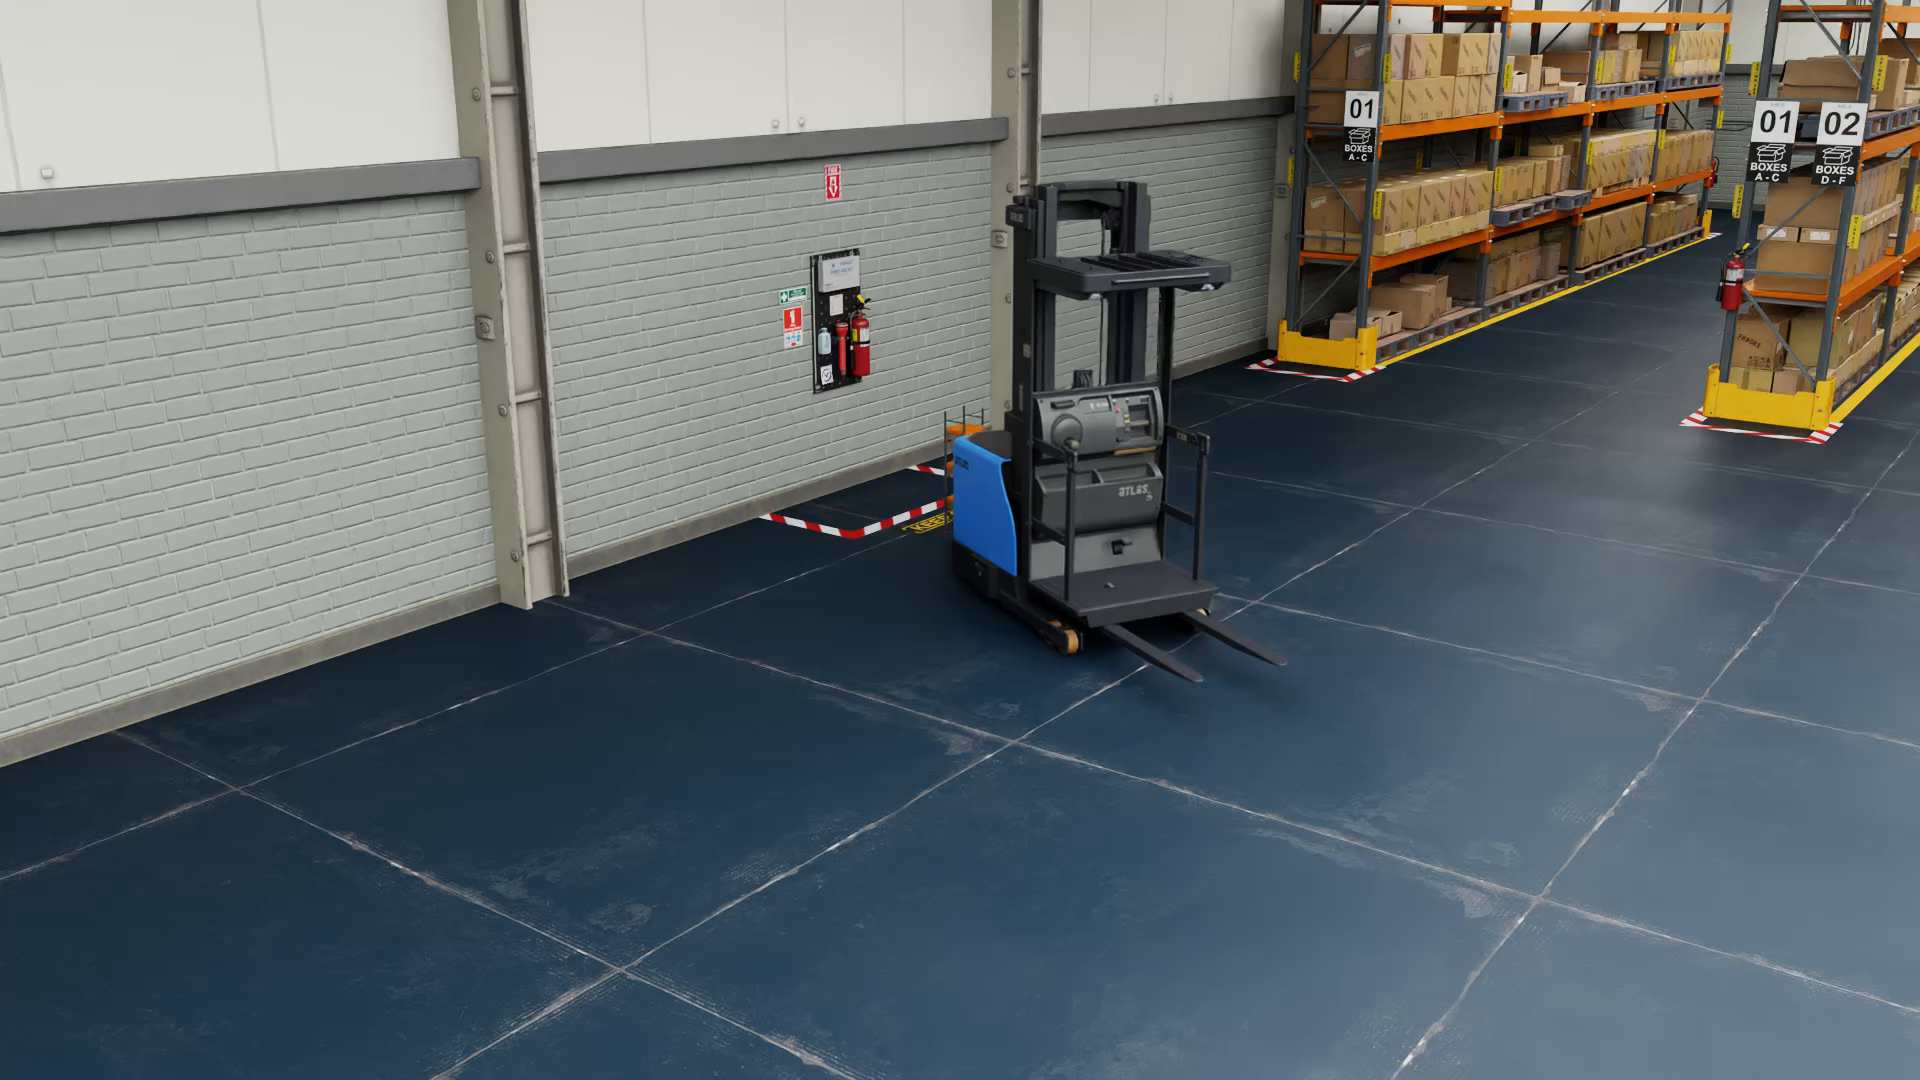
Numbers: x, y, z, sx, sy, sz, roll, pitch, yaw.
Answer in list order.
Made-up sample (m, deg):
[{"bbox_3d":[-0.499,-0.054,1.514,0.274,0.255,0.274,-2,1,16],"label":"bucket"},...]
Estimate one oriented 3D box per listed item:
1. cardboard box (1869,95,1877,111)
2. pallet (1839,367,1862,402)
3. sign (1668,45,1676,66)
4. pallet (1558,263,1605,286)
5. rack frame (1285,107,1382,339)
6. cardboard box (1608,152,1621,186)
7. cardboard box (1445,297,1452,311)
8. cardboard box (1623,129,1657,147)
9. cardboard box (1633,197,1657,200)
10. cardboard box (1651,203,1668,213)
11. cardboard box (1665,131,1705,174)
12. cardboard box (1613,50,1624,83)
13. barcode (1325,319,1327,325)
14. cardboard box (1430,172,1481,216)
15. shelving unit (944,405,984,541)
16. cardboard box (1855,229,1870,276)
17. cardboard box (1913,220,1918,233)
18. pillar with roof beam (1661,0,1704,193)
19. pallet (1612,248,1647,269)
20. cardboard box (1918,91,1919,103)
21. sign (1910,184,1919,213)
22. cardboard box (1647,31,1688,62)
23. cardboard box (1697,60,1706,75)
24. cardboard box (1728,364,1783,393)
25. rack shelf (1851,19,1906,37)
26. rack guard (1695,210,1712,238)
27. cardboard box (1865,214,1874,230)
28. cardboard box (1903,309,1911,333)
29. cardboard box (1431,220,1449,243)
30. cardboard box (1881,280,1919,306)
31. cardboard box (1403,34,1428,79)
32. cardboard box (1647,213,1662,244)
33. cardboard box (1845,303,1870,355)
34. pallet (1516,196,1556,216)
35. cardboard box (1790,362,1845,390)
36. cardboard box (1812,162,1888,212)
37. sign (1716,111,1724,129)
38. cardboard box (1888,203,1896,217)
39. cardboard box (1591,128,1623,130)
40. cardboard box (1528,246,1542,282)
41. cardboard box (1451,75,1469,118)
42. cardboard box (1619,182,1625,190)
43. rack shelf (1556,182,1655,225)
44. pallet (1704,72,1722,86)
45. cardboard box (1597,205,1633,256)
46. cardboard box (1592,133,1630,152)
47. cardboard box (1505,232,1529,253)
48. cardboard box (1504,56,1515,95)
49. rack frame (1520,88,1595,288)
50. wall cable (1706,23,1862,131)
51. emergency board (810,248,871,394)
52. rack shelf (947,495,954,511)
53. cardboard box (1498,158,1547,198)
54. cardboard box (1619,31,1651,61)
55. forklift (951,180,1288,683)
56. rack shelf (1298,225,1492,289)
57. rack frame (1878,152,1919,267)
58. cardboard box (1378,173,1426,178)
[{"bbox_3d":[9.204,-4.511,17.133,0.380,0.149,0.250,12,21,35],"label":"cardboard box"},{"bbox_3d":[9.510,-1.829,18.778,1.003,0.211,1.213,12,21,35],"label":"pallet"},{"bbox_3d":[11.972,-8.151,27.972,0.100,0.325,0.005,12,21,35],"label":"sign"},{"bbox_3d":[9.677,-4.304,26.749,1.003,0.211,1.213,12,21,35],"label":"pallet"},{"bbox_3d":[4.380,-3.556,19.638,1.000,3.000,0.127,12,21,35],"label":"rack frame"},{"bbox_3d":[10.258,-5.973,26.715,0.500,0.500,0.500,12,21,34],"label":"cardboard box"},{"bbox_3d":[6.469,-3.233,22.633,0.380,0.166,0.250,9,20,28],"label":"cardboard box"},{"bbox_3d":[11.458,-6.815,28.165,0.500,0.250,0.500,13,22,36],"label":"cardboard box"},{"bbox_3d":[12.586,-6.202,30.570,0.380,0.149,0.250,12,21,34],"label":"cardboard box"},{"bbox_3d":[12.409,-5.940,29.728,0.380,0.149,0.250,13,22,37],"label":"cardboard box"},{"bbox_3d":[13.193,-7.212,30.904,0.980,0.700,0.700,12,21,34],"label":"cardboard box"},{"bbox_3d":[10.288,-7.663,26.893,0.700,0.500,0.500,12,21,35],"label":"cardboard box"},{"bbox_3d":[4.554,-2.711,20.691,0.001,0.075,0.075,12,21,35],"label":"barcode"},{"bbox_3d":[6.438,-4.518,21.689,0.500,0.500,0.500,12,21,34],"label":"cardboard box"},{"bbox_3d":[0.032,-0.514,13.129,0.215,1.050,0.252,12,21,35],"label":"shelving unit"},{"bbox_3d":[9.570,-3.208,18.347,0.700,0.500,0.500,13,22,36],"label":"cardboard box"},{"bbox_3d":[12.413,-4.154,21.985,0.380,0.149,0.250,14,22,39],"label":"cardboard box"},{"bbox_3d":[18.285,-10.267,31.133,9.100,9.000,0.400,12,21,35],"label":"pillar with roof beam"},{"bbox_3d":[11.131,-4.886,28.621,1.003,0.211,1.213,12,21,35],"label":"pallet"},{"bbox_3d":[11.444,-5.472,20.295,0.500,0.250,0.500,10,20,29],"label":"cardboard box"},{"bbox_3d":[11.191,-3.988,19.435,0.100,0.325,0.005,12,21,35],"label":"sign"},{"bbox_3d":[12.180,-8.502,28.618,0.500,0.500,0.500,12,21,34],"label":"cardboard box"},{"bbox_3d":[13.075,-8.506,29.895,0.500,0.250,0.500,12,21,33],"label":"cardboard box"},{"bbox_3d":[8.443,-1.749,17.747,0.500,0.250,0.500,12,21,35],"label":"cardboard box"},{"bbox_3d":[11.936,-6.441,20.700,1.077,0.370,4.000,12,21,35],"label":"rack shelf"},{"bbox_3d":[13.928,-6.179,32.299,1.175,0.500,0.348,12,21,35],"label":"rack guard"},{"bbox_3d":[9.684,-3.461,18.068,0.380,0.149,0.250,13,21,35],"label":"cardboard box"},{"bbox_3d":[11.796,-2.820,21.194,0.500,0.250,0.500,12,21,33],"label":"cardboard box"},{"bbox_3d":[5.835,-3.921,21.031,0.500,0.250,0.500,13,21,35],"label":"cardboard box"},{"bbox_3d":[12.106,-3.211,21.507,0.500,0.311,0.500,13,22,36],"label":"cardboard box"},{"bbox_3d":[5.144,-5.683,19.540,0.500,0.500,0.500,12,21,34],"label":"cardboard box"},{"bbox_3d":[12.058,-5.581,29.665,0.700,0.500,0.500,13,21,35],"label":"cardboard box"},{"bbox_3d":[9.755,-2.373,18.490,0.500,0.500,0.500,12,21,35],"label":"cardboard box"},{"bbox_3d":[8.000,-4.891,24.261,1.003,0.211,1.213,12,21,35],"label":"pallet"},{"bbox_3d":[9.154,-1.777,17.838,0.500,0.250,0.500,12,21,35],"label":"cardboard box"},{"bbox_3d":[9.886,-3.955,18.567,0.700,0.500,0.500,12,21,35],"label":"cardboard box"},{"bbox_3d":[14.341,-7.934,31.383,0.100,0.325,0.005,12,21,35],"label":"sign"},{"bbox_3d":[10.605,-3.831,19.260,0.380,0.149,0.250,12,21,34],"label":"cardboard box"},{"bbox_3d":[11.047,-6.908,28.464,0.500,0.250,0.500,13,22,36],"label":"cardboard box"},{"bbox_3d":[8.360,-4.195,25.168,0.700,0.500,0.500,12,21,35],"label":"cardboard box"},{"bbox_3d":[6.050,-5.578,20.888,0.500,0.500,0.500,11,21,33],"label":"cardboard box"},{"bbox_3d":[10.764,-5.879,27.506,0.380,0.149,0.250,12,21,33],"label":"cardboard box"},{"bbox_3d":[10.339,-5.595,27.414,1.077,0.370,4.000,12,21,35],"label":"rack shelf"},{"bbox_3d":[13.480,-8.579,30.903,1.003,0.211,1.213,12,21,35],"label":"pallet"},{"bbox_3d":[10.720,-5.198,27.842,0.750,0.750,0.750,13,22,36],"label":"cardboard box"},{"bbox_3d":[10.538,-6.452,26.996,0.500,0.250,0.500,12,21,34],"label":"cardboard box"},{"bbox_3d":[8.068,-4.407,24.587,0.500,0.250,0.500,12,21,34],"label":"cardboard box"},{"bbox_3d":[7.154,-6.306,22.558,0.500,0.500,0.500,16,24,42],"label":"cardboard box"},{"bbox_3d":[9.147,-5.462,25.774,1.000,3.000,0.127,12,21,35],"label":"rack frame"},{"bbox_3d":[17.571,-10.033,35.615,3.097,2.526,0.112,12,21,35],"label":"wall cable"},{"bbox_3d":[-0.975,-1.865,14.192,0.194,1.169,0.643,12,21,35],"label":"emergency board"},{"bbox_3d":[0.032,-0.239,13.215,0.215,0.259,0.240,12,21,35],"label":"rack shelf"},{"bbox_3d":[8.151,-5.305,24.359,0.700,0.500,0.500,12,21,35],"label":"cardboard box"},{"bbox_3d":[11.759,-8.589,28.899,0.500,0.500,0.500,12,21,34],"label":"cardboard box"},{"bbox_3d":[1.032,-0.798,10.871,1.130,2.935,3.031,-8,19,-24],"label":"forklift"},{"bbox_3d":[5.572,-3.689,21.279,1.077,0.370,4.000,12,21,35],"label":"rack shelf"},{"bbox_3d":[13.128,-4.587,22.958,1.000,3.000,0.127,12,21,35],"label":"rack frame"},{"bbox_3d":[5.703,-4.490,21.599,0.500,0.500,0.500,13,22,36],"label":"cardboard box"}]
